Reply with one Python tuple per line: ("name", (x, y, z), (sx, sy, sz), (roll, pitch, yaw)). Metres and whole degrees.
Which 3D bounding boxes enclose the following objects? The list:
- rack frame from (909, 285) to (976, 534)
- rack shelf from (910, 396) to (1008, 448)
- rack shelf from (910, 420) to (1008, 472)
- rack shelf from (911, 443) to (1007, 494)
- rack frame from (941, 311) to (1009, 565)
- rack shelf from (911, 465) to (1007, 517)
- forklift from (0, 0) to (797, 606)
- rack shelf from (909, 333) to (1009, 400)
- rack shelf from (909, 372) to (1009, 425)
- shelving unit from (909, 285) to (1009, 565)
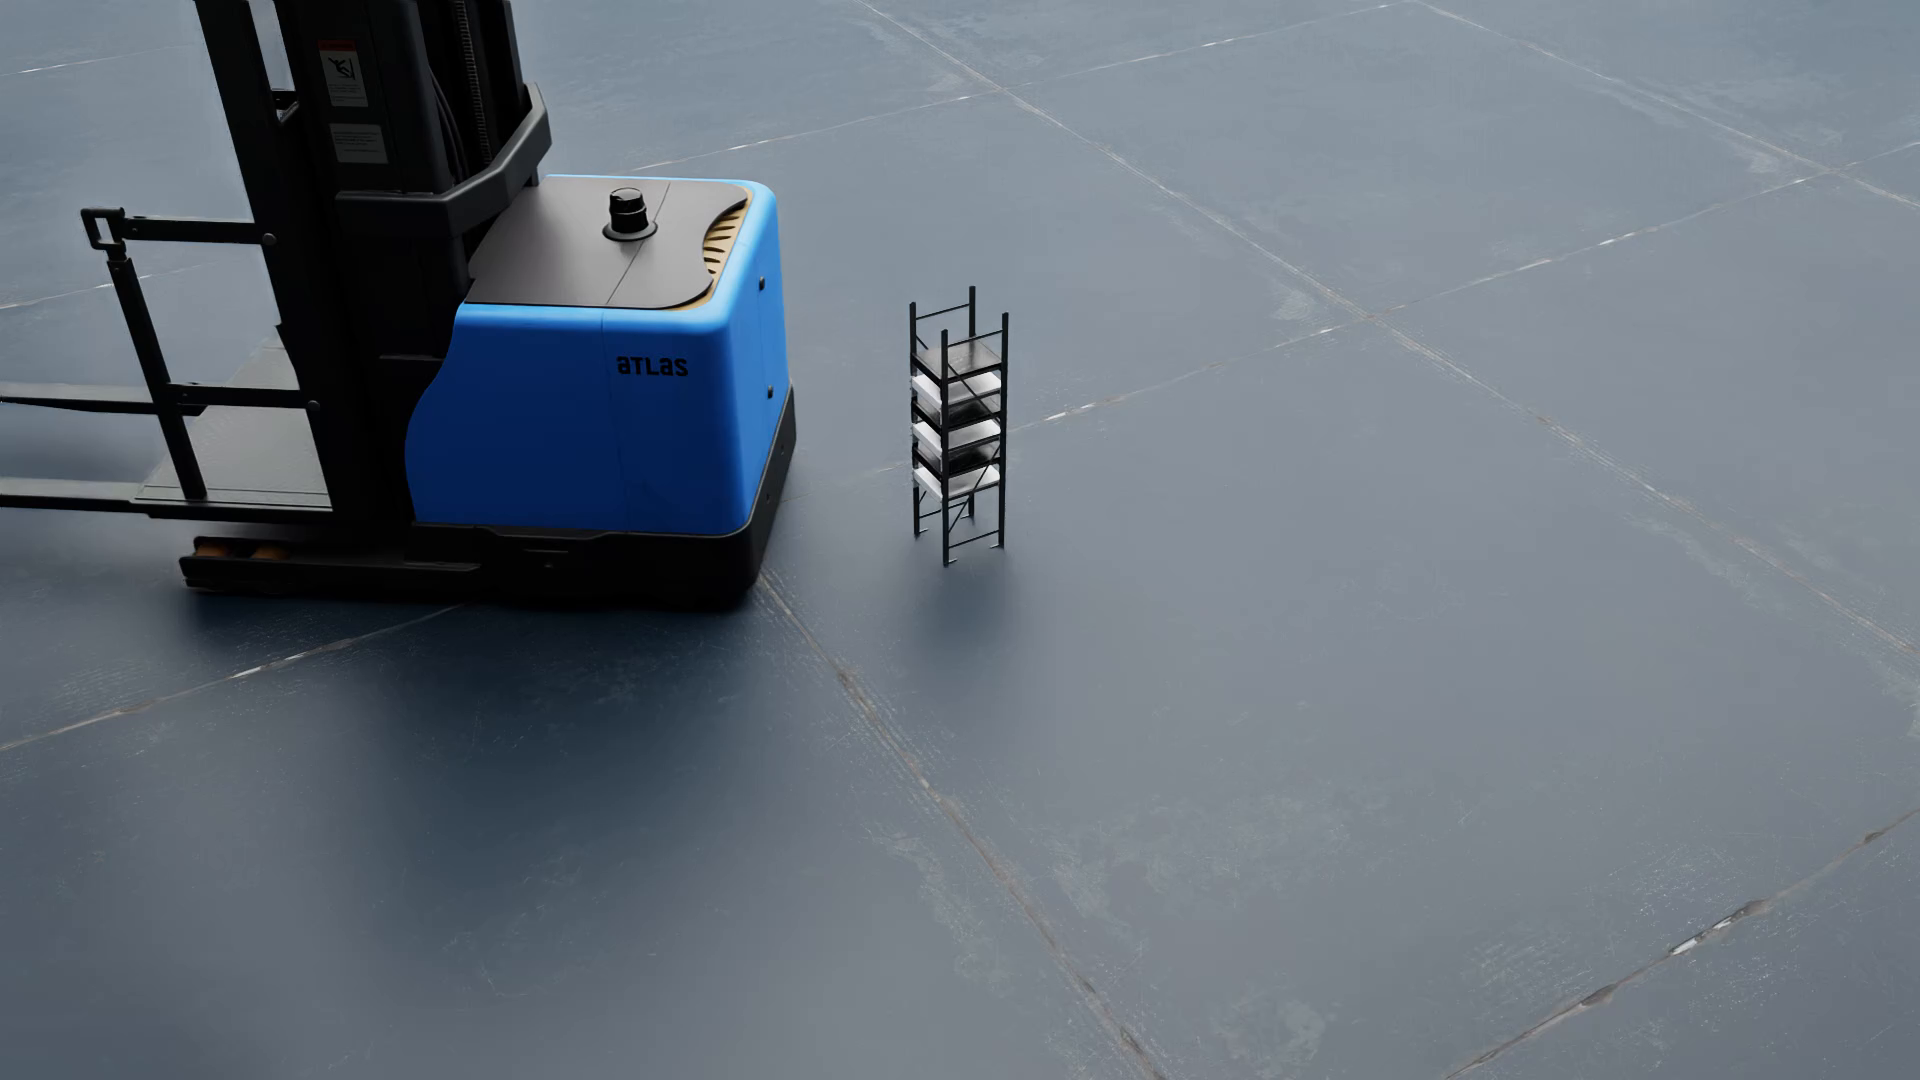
("rack frame", (-0.055, -0.419, 5.561), (0.240, 0.900, 0.006), (-19, 40, -24))
("rack shelf", (-0.004, -0.413, 5.457), (0.258, 0.077, 0.200), (-19, 40, -24))
("rack shelf", (-0.004, -0.341, 5.510), (0.258, 0.077, 0.200), (-19, 40, -24))
("rack shelf", (-0.004, -0.268, 5.563), (0.258, 0.077, 0.200), (-19, 40, -24))
("rack frame", (0.047, -0.316, 5.419), (0.240, 0.900, 0.006), (-19, 40, -24))
("rack shelf", (-0.004, -0.195, 5.616), (0.258, 0.077, 0.200), (-19, 40, -24))
("forklift", (-2.145, -1.310, 5.059), (3.031, 2.935, 1.130), (3, 36, 3))
("rack shelf", (-0.004, -0.559, 5.351), (0.258, 0.077, 0.200), (-19, 40, -24))
("rack shelf", (-0.004, -0.486, 5.404), (0.258, 0.077, 0.200), (-19, 40, -24))
("shelving unit", (-0.004, -0.368, 5.490), (0.258, 0.900, 0.210), (-19, 40, -24))
